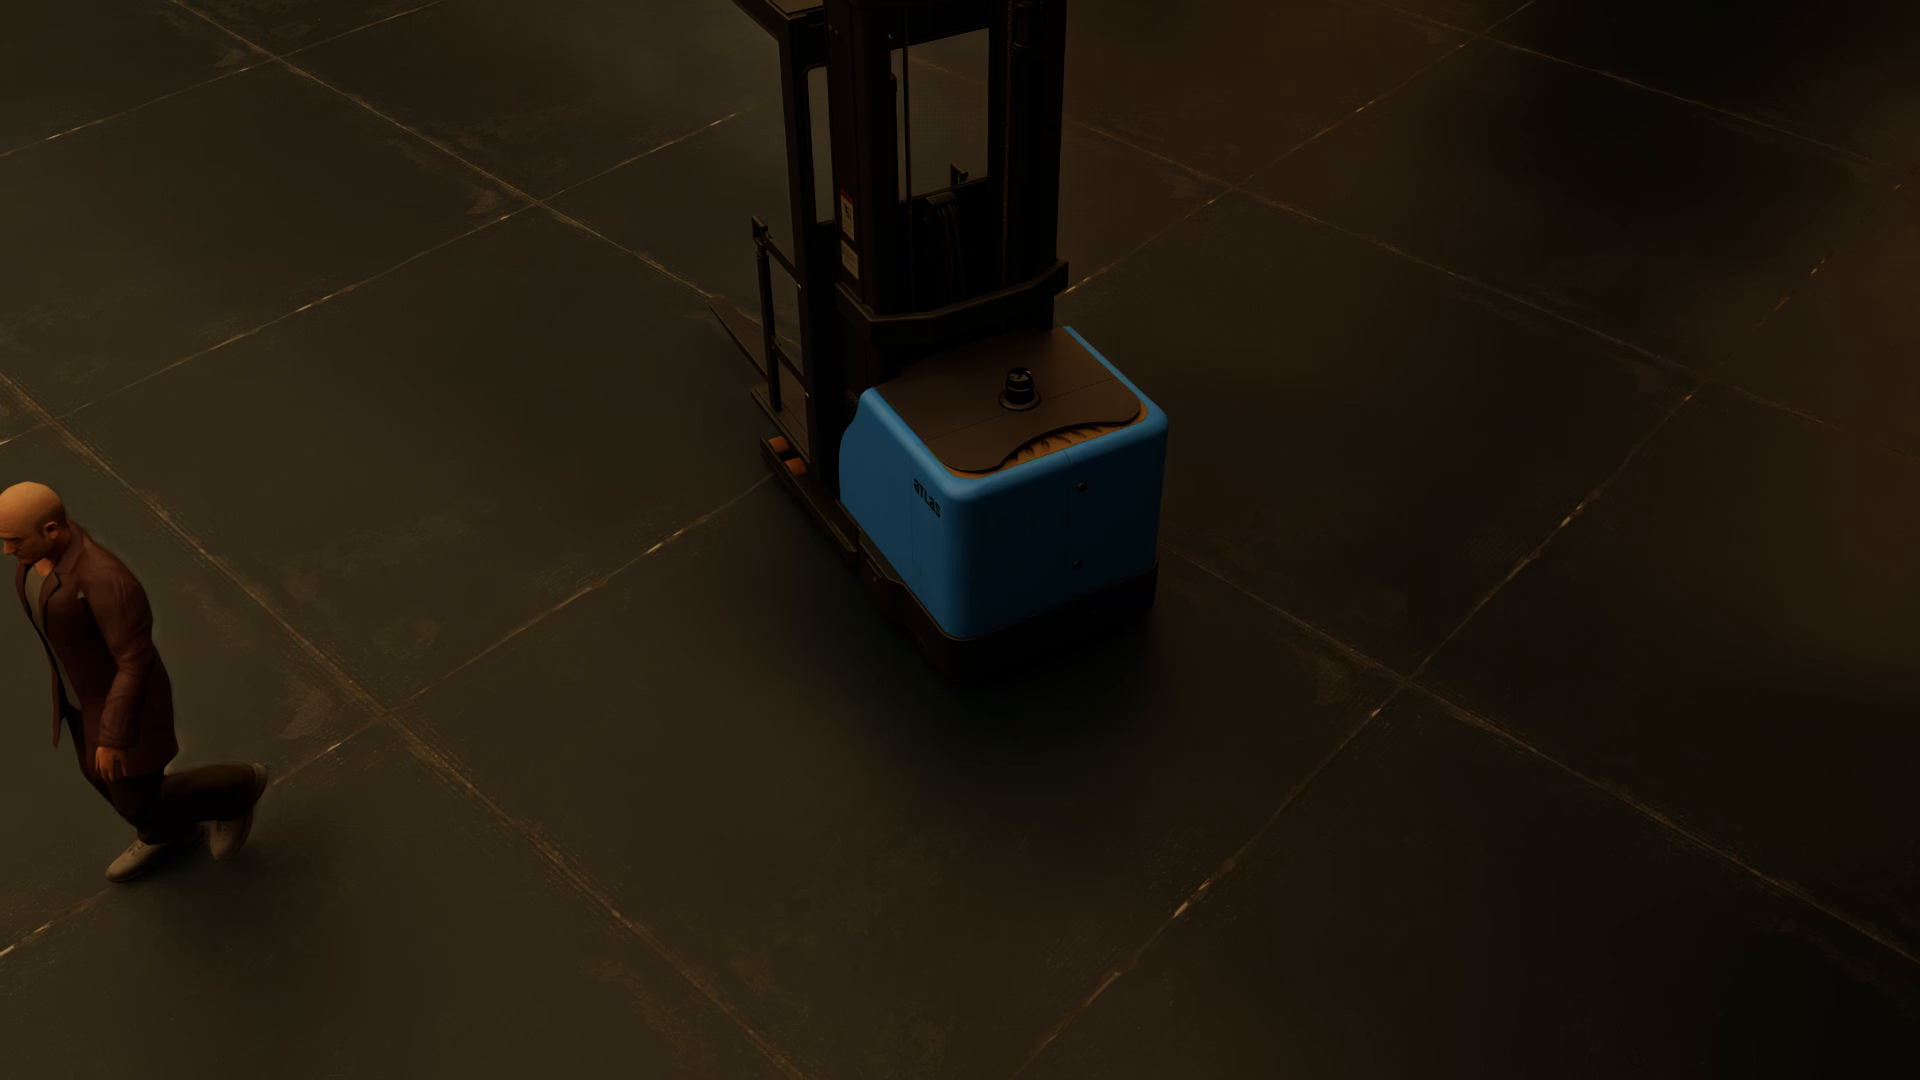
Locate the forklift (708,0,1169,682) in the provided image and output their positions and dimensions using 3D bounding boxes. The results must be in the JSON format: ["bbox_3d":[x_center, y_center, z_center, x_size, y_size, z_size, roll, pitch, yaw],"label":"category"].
[{"bbox_3d":[-0.307,-1.470,7.142,1.130,2.935,3.031,-20,45,-22],"label":"forklift"}]

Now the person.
[{"bbox_3d":[-2.901,0.497,5.752,0.826,1.760,0.598,26,47,27],"label":"person"}]
